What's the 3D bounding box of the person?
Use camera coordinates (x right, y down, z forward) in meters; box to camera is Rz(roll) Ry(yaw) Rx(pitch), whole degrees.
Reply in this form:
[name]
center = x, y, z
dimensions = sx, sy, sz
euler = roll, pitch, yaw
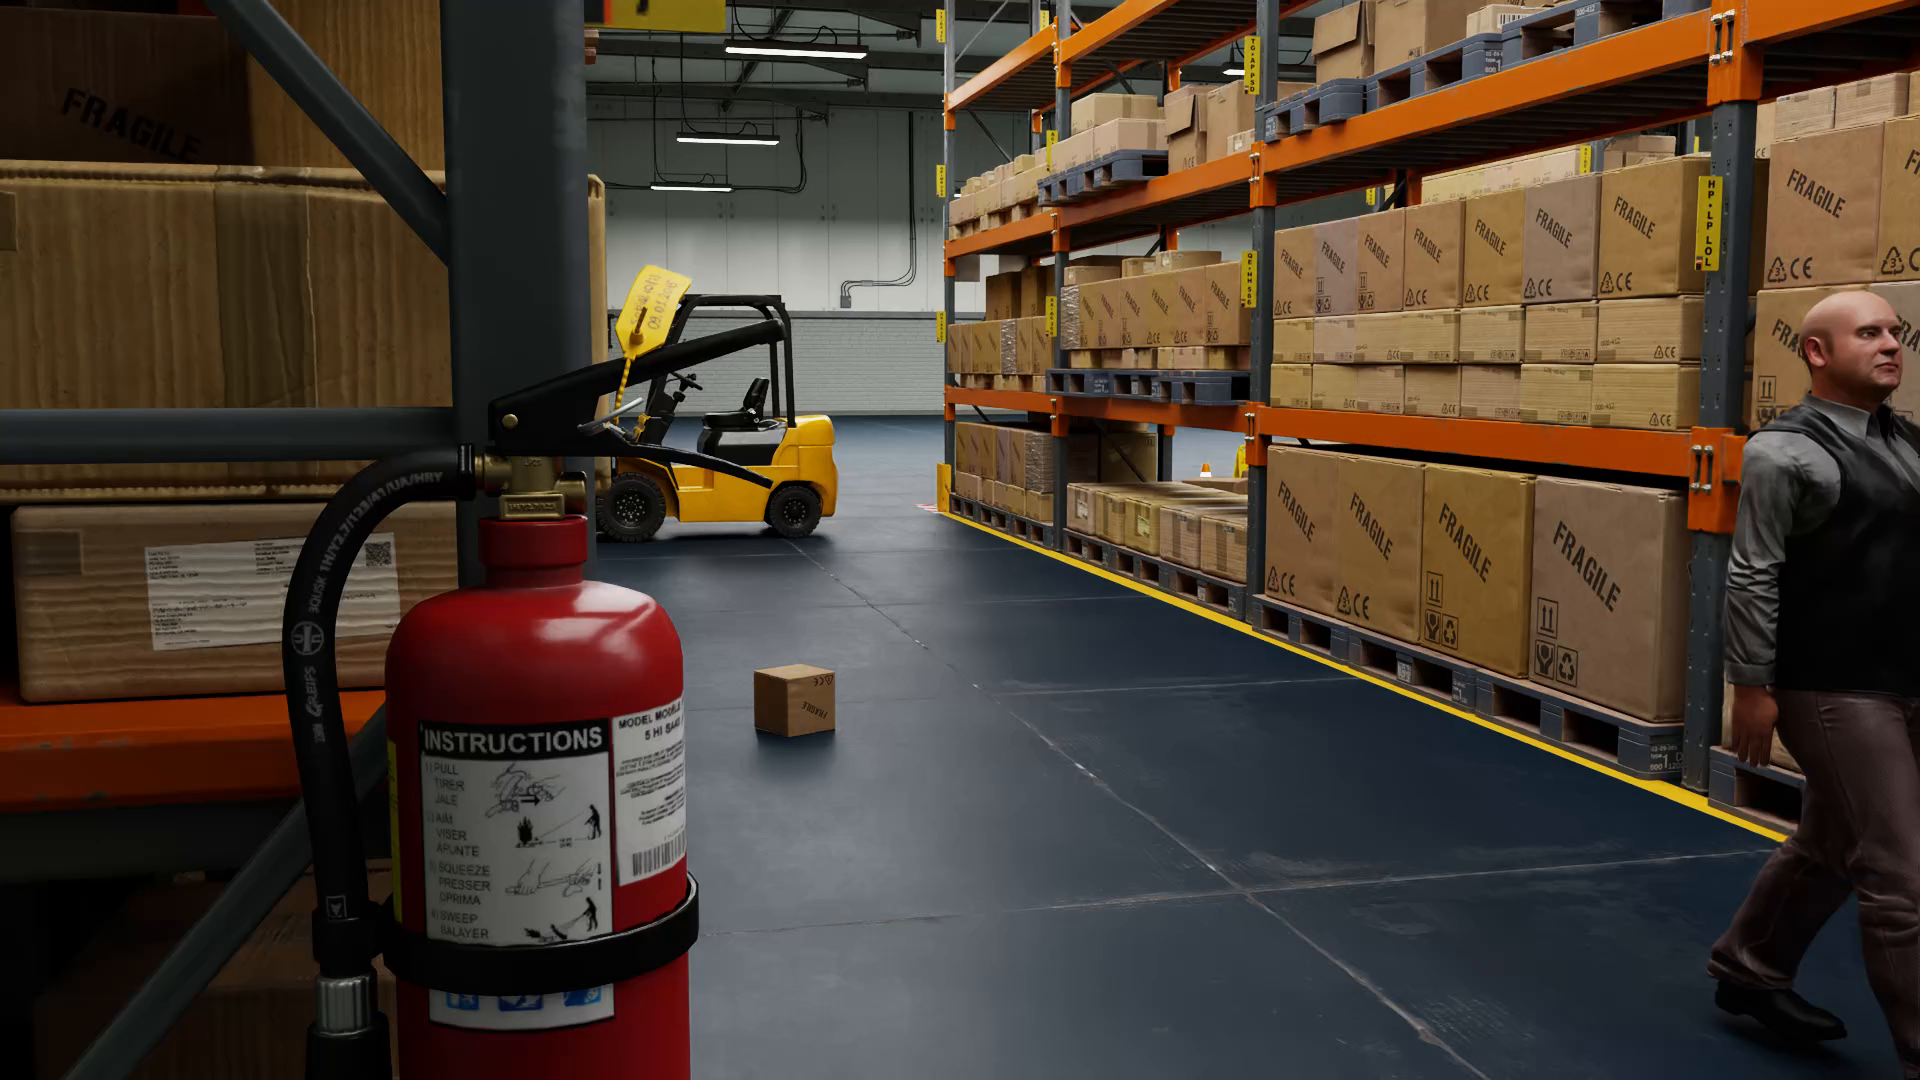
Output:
[person]
center = 1.959, 0.364, 3.448
dimensions = 0.545, 1.596, 0.926
euler = -4, 7, -30
